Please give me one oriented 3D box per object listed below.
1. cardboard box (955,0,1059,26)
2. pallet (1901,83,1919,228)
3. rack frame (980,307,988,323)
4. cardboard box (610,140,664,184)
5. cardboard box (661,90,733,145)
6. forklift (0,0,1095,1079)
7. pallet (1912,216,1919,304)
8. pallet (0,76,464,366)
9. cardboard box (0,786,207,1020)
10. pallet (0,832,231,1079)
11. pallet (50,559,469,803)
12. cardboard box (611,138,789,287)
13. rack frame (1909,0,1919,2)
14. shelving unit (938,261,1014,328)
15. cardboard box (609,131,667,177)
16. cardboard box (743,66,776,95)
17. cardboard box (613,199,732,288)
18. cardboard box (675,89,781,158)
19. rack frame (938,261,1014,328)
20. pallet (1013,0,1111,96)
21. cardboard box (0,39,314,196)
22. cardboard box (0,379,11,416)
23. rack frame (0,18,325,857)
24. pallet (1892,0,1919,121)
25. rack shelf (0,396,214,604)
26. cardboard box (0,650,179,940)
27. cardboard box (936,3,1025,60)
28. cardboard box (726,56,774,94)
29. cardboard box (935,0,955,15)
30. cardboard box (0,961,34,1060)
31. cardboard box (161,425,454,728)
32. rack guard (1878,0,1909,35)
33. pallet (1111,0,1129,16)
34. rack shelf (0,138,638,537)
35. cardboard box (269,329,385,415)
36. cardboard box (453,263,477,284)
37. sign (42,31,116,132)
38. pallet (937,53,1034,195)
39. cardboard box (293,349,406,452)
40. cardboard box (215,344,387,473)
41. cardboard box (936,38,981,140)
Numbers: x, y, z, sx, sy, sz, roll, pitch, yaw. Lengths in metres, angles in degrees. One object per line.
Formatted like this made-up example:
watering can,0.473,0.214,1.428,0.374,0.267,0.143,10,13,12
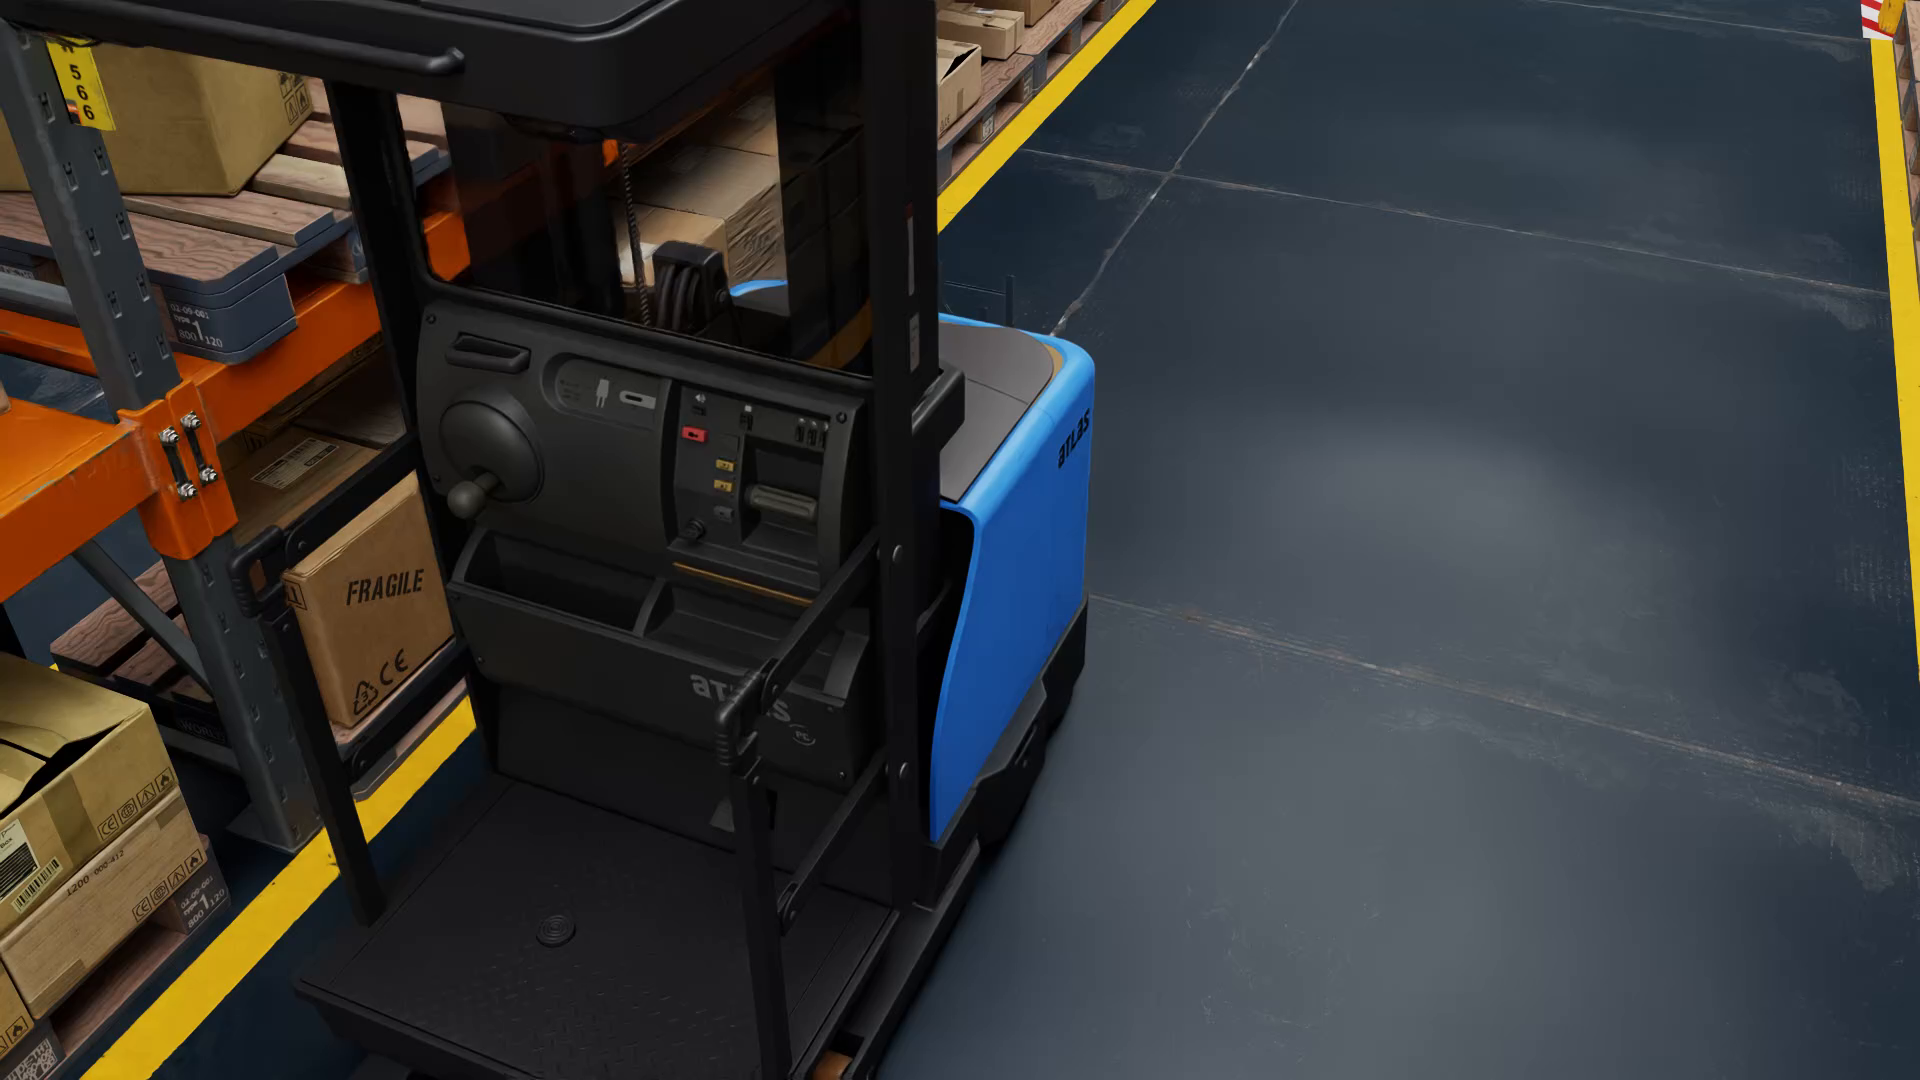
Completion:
cardboard box,0.122,-2.985,8.455,0.797,0.503,0.637,14,39,18
pallet,4.697,-1.613,7.232,1.003,0.211,1.213,14,39,18
rack frame,-0.036,-0.309,4.911,0.240,0.900,0.006,14,39,18
cardboard box,-1.388,-1.157,6.013,0.500,0.500,0.500,14,39,18
cardboard box,-1.191,-1.432,6.381,0.500,0.500,0.500,14,39,18
forklift,-0.704,-0.105,2.942,1.130,2.935,3.031,15,39,19
pallet,4.235,-0.936,6.325,1.003,0.211,1.213,14,39,18
pallet,-1.918,-0.867,4.064,1.213,0.211,1.003,14,39,18
cardboard box,-2.085,0.728,3.717,0.500,0.250,0.500,15,39,19
pallet,-2.460,1.011,3.720,1.003,0.211,1.213,14,39,18
pallet,-1.791,0.160,4.860,1.003,0.211,1.213,14,39,18
cardboard box,-0.898,-1.054,5.875,0.500,0.500,0.500,14,39,18
rack frame,5.513,-3.851,7.897,1.000,3.000,0.127,14,39,18
shelving unit,0.003,-0.365,4.987,0.258,0.900,0.210,14,39,18
cardboard box,-1.378,-1.476,5.814,0.500,0.250,0.500,14,39,18
cardboard box,-0.511,-1.603,6.610,0.500,0.500,0.500,14,39,17
cardboard box,-1.090,-0.772,5.498,0.500,0.500,0.500,13,39,16
cardboard box,-0.707,-1.332,6.247,0.500,0.500,0.500,14,39,18
rack frame,0.042,-0.421,5.062,0.240,0.900,0.006,14,39,18
pallet,0.136,-2.708,8.697,1.003,0.211,1.213,14,39,18
cardboard box,-1.975,-1.135,3.829,0.700,0.500,0.500,2,37,2
cardboard box,-2.289,-0.325,3.254,0.500,0.311,0.500,16,40,21
rack frame,-2.111,-0.552,3.484,1.000,3.000,0.127,14,39,18
pallet,5.163,-2.287,8.133,1.003,0.211,1.213,14,39,18
rack shelf,-2.872,0.843,2.217,1.077,0.370,4.000,14,39,18
cardboard box,-2.082,0.502,3.550,0.500,0.311,0.500,15,39,19
cardboard box,0.091,-2.473,8.052,0.380,0.166,0.250,14,39,18
cardboard box,-0.998,-1.730,6.779,0.500,0.500,0.500,12,38,16
cardboard box,-0.349,-2.662,8.184,0.500,0.311,0.500,14,39,18
cardboard box,-2.278,1.014,3.334,0.500,0.250,0.500,13,39,17
cardboard box,-1.673,0.086,4.350,0.500,0.500,0.500,15,39,20
rack guard,5.510,-2.866,8.667,1.175,0.500,0.348,14,39,18
pallet,0.602,-3.381,9.597,1.003,0.211,1.213,14,39,18
rack shelf,-1.350,-1.372,5.180,1.077,0.370,4.000,14,39,18
cardboard box,-1.954,-0.631,4.683,0.500,0.250,0.500,15,39,19
cardboard box,-1.775,-0.585,5.248,0.500,0.500,0.500,12,39,16
sign,-1.596,-0.891,2.970,0.100,0.325,0.005,14,39,18
pallet,-0.326,-2.030,7.790,1.003,0.211,1.213,14,39,18
cardboard box,-1.479,-0.205,4.740,0.500,0.500,0.500,12,39,16
cardboard box,-1.972,-0.299,4.864,0.500,0.500,0.500,15,39,20
cardboard box,-0.229,-2.049,7.365,0.500,0.311,0.500,14,39,18
